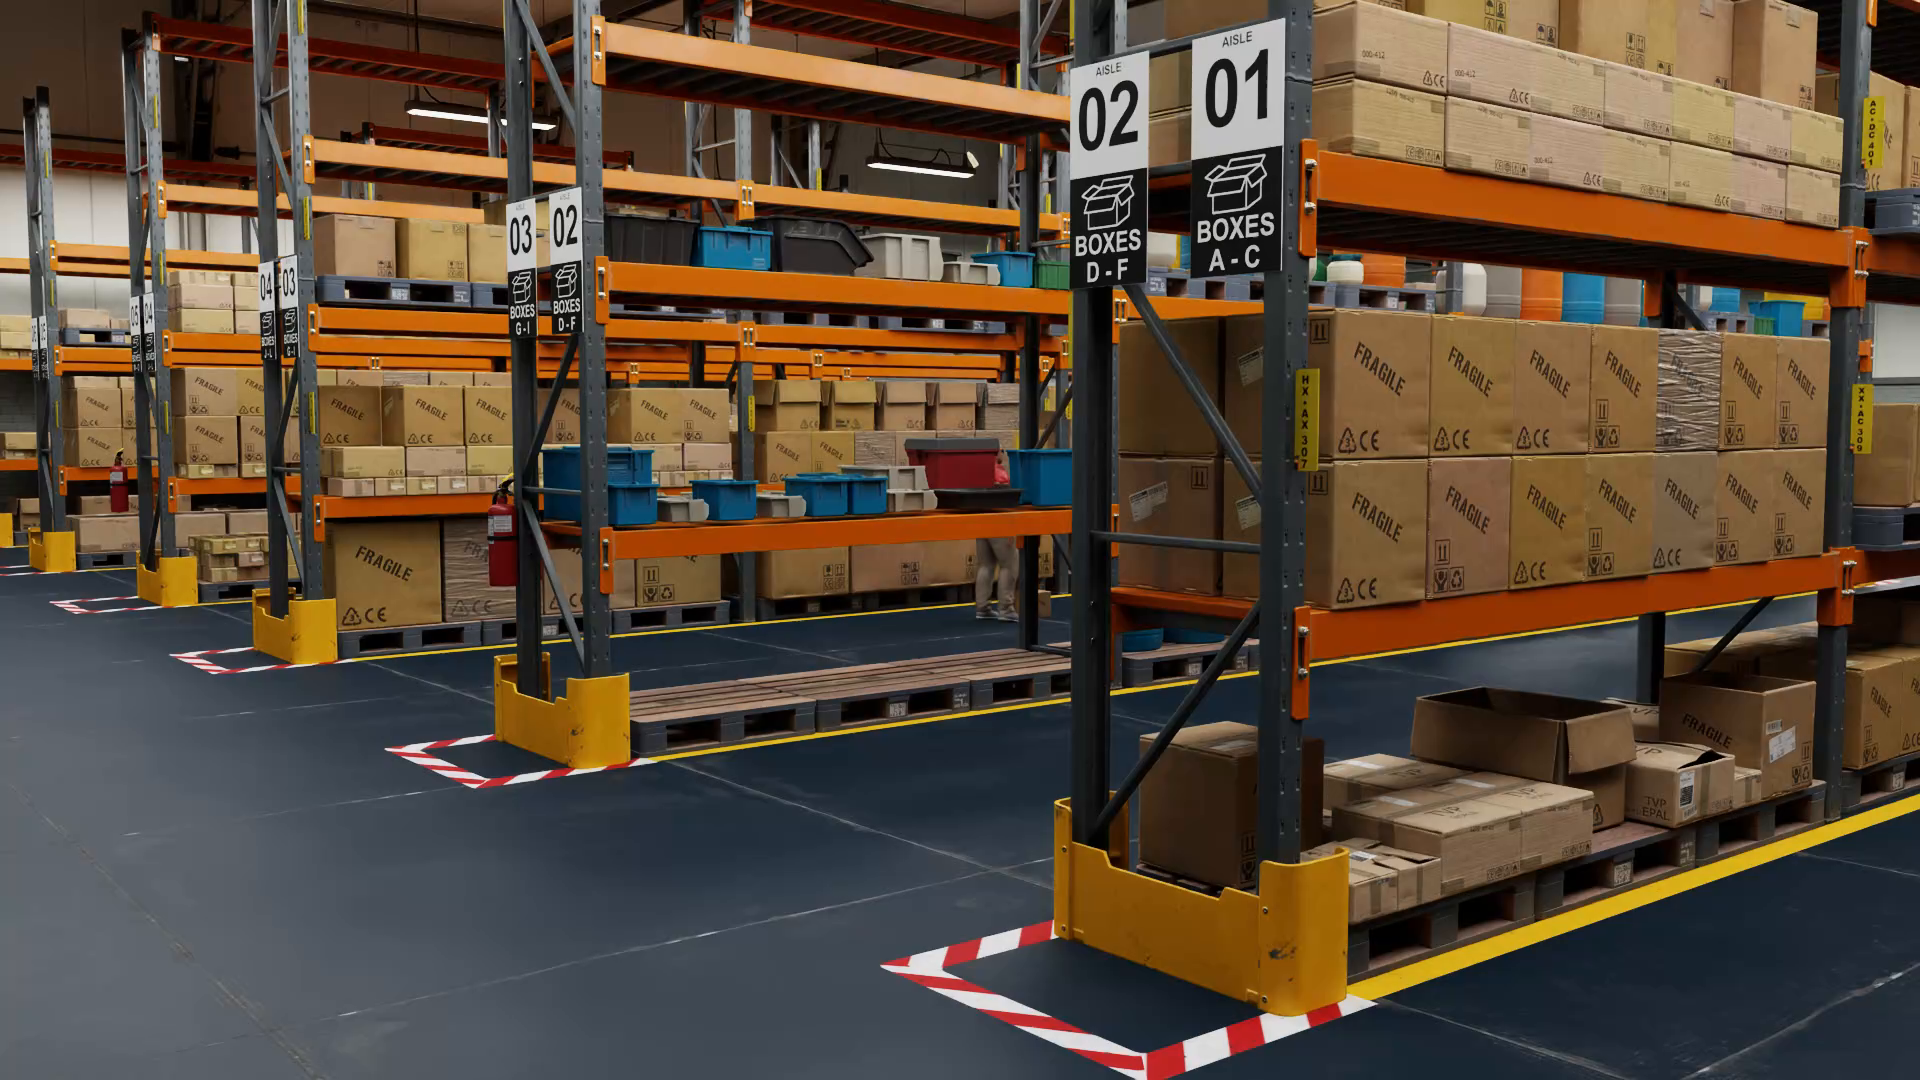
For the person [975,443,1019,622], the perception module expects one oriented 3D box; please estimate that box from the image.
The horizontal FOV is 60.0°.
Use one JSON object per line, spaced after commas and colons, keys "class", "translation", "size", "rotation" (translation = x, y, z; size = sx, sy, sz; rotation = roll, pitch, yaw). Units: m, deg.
{"class": "person", "translation": [0.363, -0.081, 15.861], "size": [0.420, 1.754, 0.557], "rotation": [-3, 5, -38]}
